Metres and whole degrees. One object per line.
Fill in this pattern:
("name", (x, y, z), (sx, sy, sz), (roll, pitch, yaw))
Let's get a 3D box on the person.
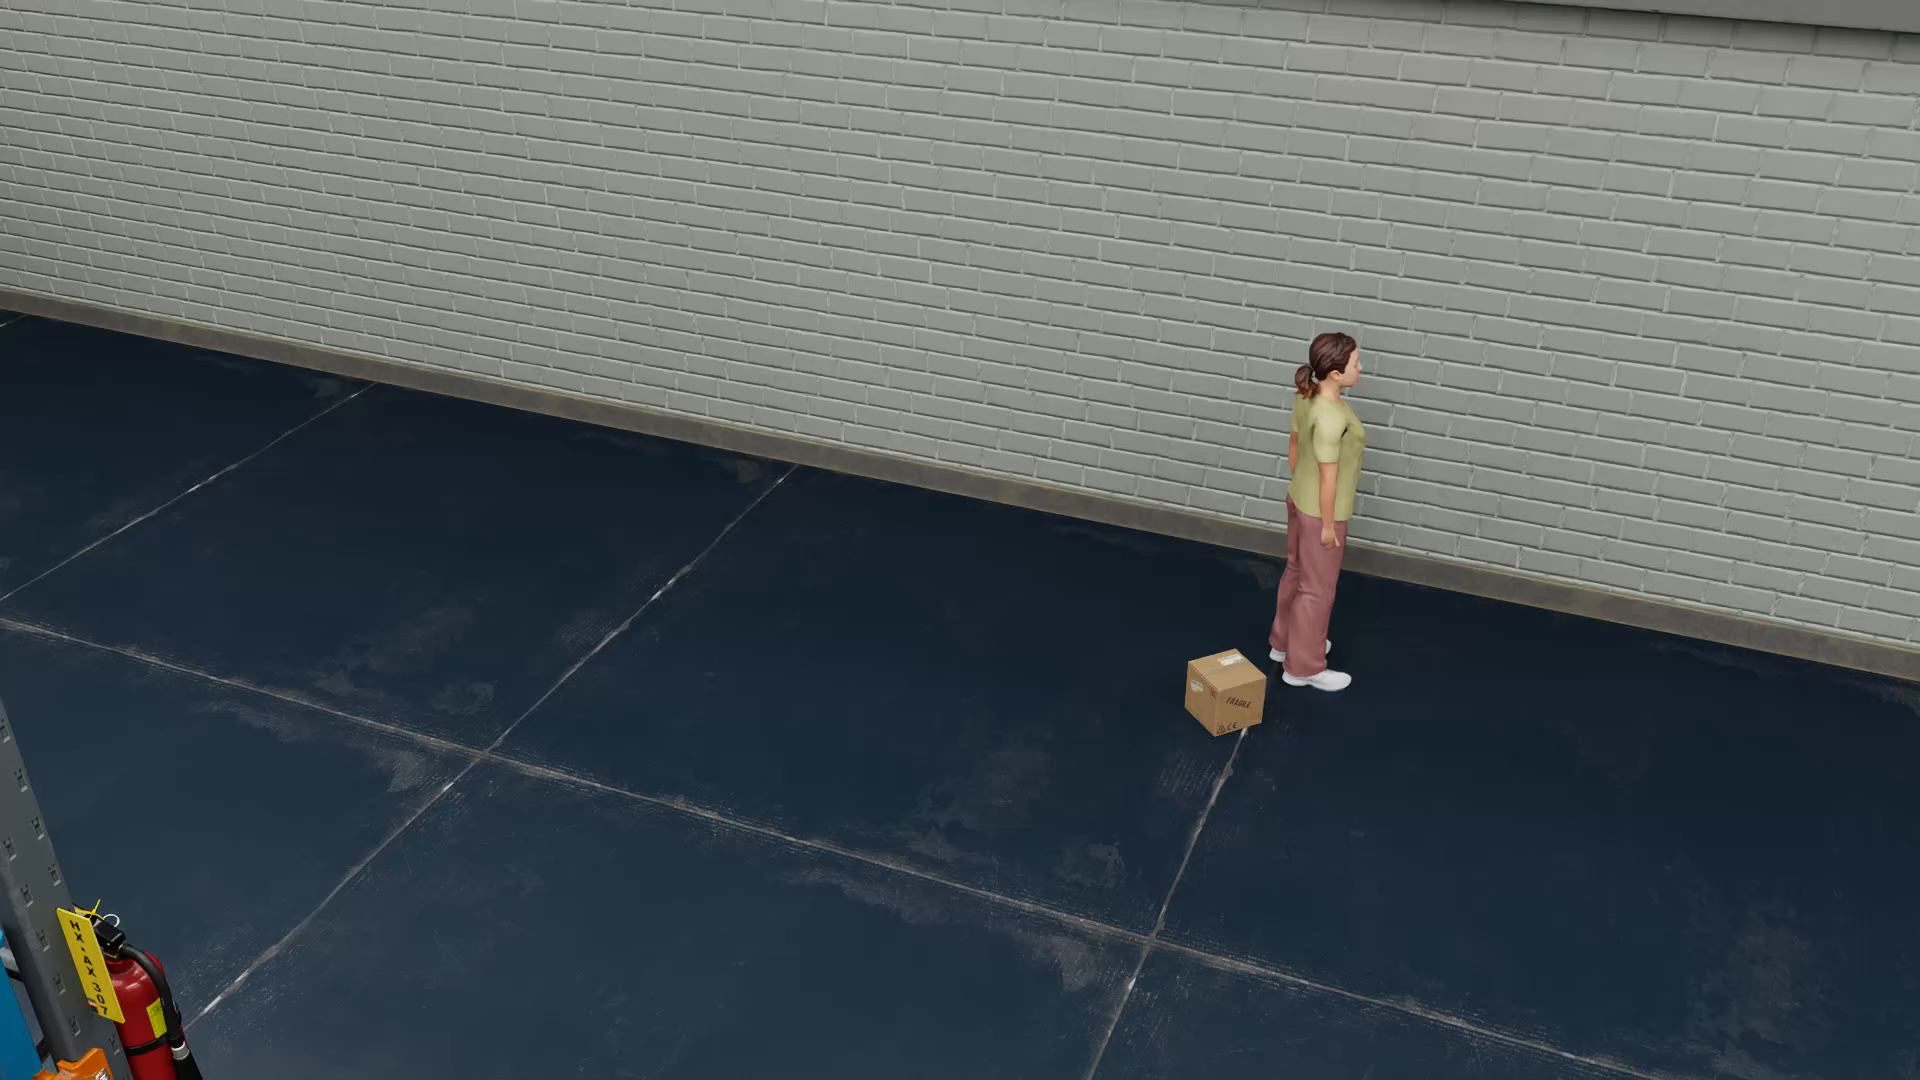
("person", (1.592, -0.135, 7.366), (0.364, 1.674, 0.431), (-3, 30, -6))
